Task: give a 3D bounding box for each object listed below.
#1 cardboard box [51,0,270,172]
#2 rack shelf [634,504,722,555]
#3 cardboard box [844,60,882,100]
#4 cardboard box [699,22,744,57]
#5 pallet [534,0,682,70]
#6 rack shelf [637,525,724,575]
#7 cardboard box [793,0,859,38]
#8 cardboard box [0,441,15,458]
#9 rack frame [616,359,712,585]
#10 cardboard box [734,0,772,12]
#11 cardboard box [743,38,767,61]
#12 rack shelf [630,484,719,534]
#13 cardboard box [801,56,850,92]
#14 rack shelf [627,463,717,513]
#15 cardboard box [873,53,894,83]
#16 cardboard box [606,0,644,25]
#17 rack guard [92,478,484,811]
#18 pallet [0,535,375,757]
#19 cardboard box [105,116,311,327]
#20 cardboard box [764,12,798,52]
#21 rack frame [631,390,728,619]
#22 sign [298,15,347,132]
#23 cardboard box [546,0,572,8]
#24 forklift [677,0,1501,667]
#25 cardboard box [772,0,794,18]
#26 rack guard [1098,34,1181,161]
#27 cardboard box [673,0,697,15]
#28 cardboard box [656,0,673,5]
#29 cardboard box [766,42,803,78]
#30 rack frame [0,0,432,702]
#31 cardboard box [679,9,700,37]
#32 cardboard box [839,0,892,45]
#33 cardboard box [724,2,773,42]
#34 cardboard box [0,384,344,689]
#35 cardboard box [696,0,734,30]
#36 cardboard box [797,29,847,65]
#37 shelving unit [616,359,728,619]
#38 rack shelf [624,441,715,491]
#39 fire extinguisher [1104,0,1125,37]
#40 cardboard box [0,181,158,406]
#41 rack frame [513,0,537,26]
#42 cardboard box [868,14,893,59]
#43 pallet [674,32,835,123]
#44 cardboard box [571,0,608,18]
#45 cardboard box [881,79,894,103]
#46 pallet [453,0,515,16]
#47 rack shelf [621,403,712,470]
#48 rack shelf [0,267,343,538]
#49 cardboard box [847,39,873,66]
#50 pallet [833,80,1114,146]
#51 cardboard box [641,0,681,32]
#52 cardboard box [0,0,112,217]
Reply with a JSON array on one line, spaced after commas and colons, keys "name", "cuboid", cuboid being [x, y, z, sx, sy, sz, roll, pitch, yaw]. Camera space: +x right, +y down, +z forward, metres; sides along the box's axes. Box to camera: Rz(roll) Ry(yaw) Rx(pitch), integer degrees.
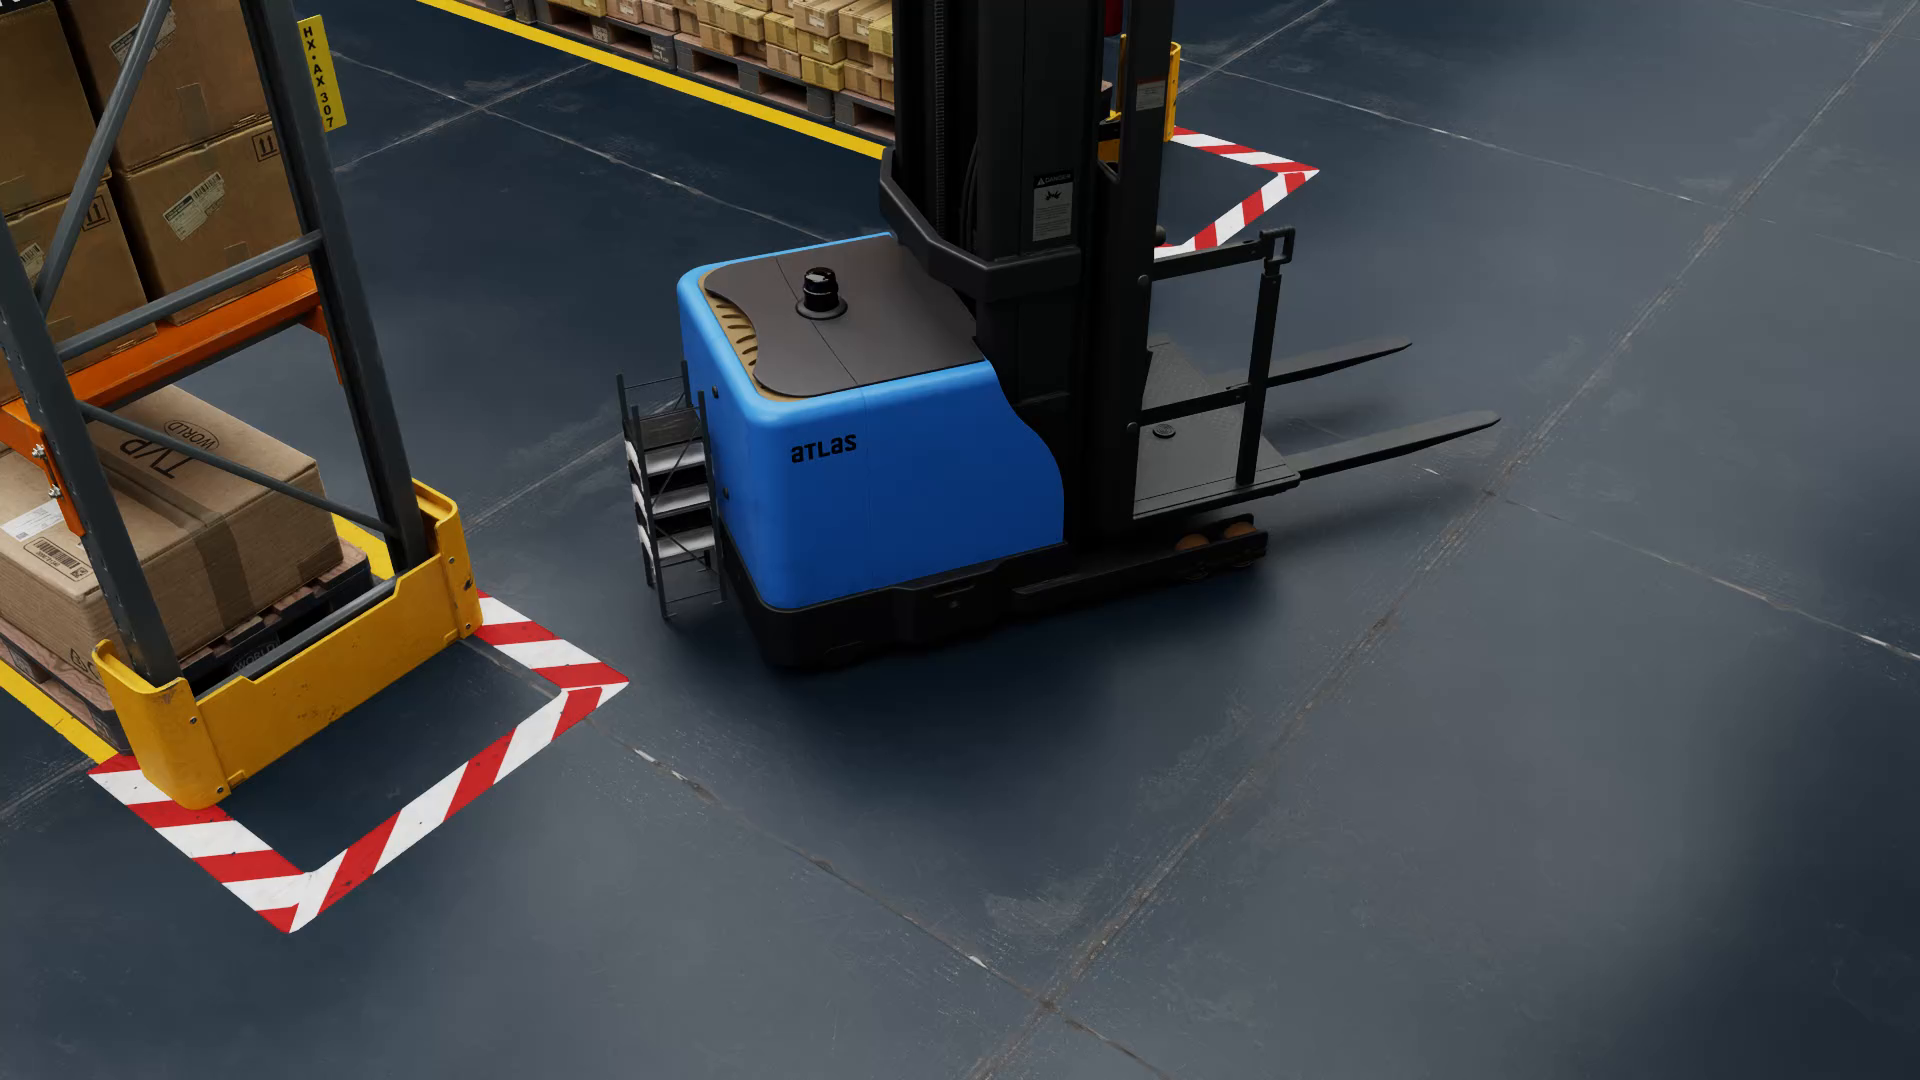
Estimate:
[{"name": "cardboard box", "cuboid": [-2.378, -1.435, 4.757, 0.500, 0.500, 0.500, 24, 44, 28]}, {"name": "rack shelf", "cuboid": [-0.985, -0.066, 5.804, 0.258, 0.077, 0.200, -15, 40, -18]}, {"name": "cardboard box", "cuboid": [-0.415, -2.556, 9.053, 0.250, 0.149, 0.380, 26, 45, 29]}, {"name": "cardboard box", "cuboid": [-1.270, -2.925, 9.525, 0.250, 0.149, 0.380, 24, 44, 27]}, {"name": "pallet", "cuboid": [-1.865, -3.310, 10.306, 1.213, 0.211, 1.003, 25, 45, 29]}, {"name": "rack shelf", "cuboid": [-0.985, 0.005, 5.859, 0.258, 0.077, 0.200, -15, 40, -18]}, {"name": "cardboard box", "cuboid": [-0.679, -2.854, 8.951, 0.250, 0.149, 0.380, 27, 45, 30]}, {"name": "cardboard box", "cuboid": [-3.486, -0.376, 6.034, 0.875, 0.438, 0.875, 27, 45, 30]}, {"name": "rack frame", "cuboid": [-1.025, -0.220, 5.802, 0.240, 0.900, 0.006, -15, 40, -18]}, {"name": "cardboard box", "cuboid": [-1.046, -3.091, 9.254, 0.250, 0.149, 0.380, 25, 45, 29]}, {"name": "cardboard box", "cuboid": [-1.015, -2.864, 9.447, 0.250, 0.149, 0.380, 27, 45, 30]}, {"name": "rack shelf", "cuboid": [-0.985, -0.137, 5.748, 0.258, 0.077, 0.200, -15, 40, -18]}, {"name": "cardboard box", "cuboid": [-0.655, -2.621, 9.136, 0.250, 0.149, 0.380, 23, 44, 27]}, {"name": "rack shelf", "cuboid": [-0.985, -0.207, 5.693, 0.258, 0.077, 0.200, -15, 40, -18]}, {"name": "cardboard box", "cuboid": [-0.249, -2.556, 8.811, 0.250, 0.149, 0.380, 23, 44, 27]}, {"name": "cardboard box", "cuboid": [-1.885, -3.224, 9.906, 0.250, 0.149, 0.380, 25, 44, 28]}, {"name": "rack guard", "cuboid": [-2.150, 0.311, 5.447, 0.348, 0.500, 1.175, 25, 45, 29]}, {"name": "pallet", "cuboid": [-2.852, 0.155, 5.881, 1.213, 0.211, 1.003, 25, 45, 29]}, {"name": "cardboard box", "cuboid": [-2.376, -1.042, 5.067, 0.500, 0.500, 0.500, 25, 44, 28]}, {"name": "cardboard box", "cuboid": [-0.860, -2.848, 9.185, 0.250, 0.149, 0.380, 28, 46, 31]}, {"name": "rack frame", "cuboid": [-0.946, -0.105, 5.654, 0.240, 0.900, 0.006, -15, 40, -18]}, {"name": "sign", "cuboid": [-1.827, -1.324, 4.741, 0.005, 0.325, 0.100, 25, 45, 29]}, {"name": "cardboard box", "cuboid": [-2.326, -3.391, 10.120, 0.250, 0.149, 0.380, 23, 44, 27]}, {"name": "forklift", "cuboid": [0.586, -1.298, 5.530, 3.031, 2.935, 1.130, -14, 40, -17]}, {"name": "cardboard box", "cuboid": [-0.821, -3.007, 9.146, 0.250, 0.149, 0.380, 24, 44, 27]}, {"name": "rack guard", "cuboid": [0.697, -2.188, 8.639, 0.348, 0.500, 1.175, 25, 45, 29]}, {"name": "cardboard box", "cuboid": [-1.438, -3.168, 9.594, 0.250, 0.149, 0.380, 27, 46, 30]}, {"name": "cardboard box", "cuboid": [-1.642, -3.283, 9.740, 0.250, 0.149, 0.380, 23, 44, 26]}, {"name": "cardboard box", "cuboid": [-0.860, -2.733, 9.279, 0.250, 0.149, 0.380, 26, 45, 29]}, {"name": "rack frame", "cuboid": [-2.169, -0.682, 4.688, 0.127, 3.000, 1.000, 25, 45, 29]}, {"name": "cardboard box", "cuboid": [-1.418, -3.070, 9.709, 0.250, 0.149, 0.380, 23, 44, 27]}, {"name": "cardboard box", "cuboid": [-0.432, -2.780, 8.857, 0.250, 0.149, 0.380, 23, 44, 27]}, {"name": "cardboard box", "cuboid": [-1.096, -2.938, 9.300, 0.250, 0.149, 0.380, 26, 45, 29]}, {"name": "cardboard box", "cuboid": [-2.754, -0.037, 5.602, 0.875, 0.438, 0.875, 24, 44, 27]}, {"name": "cardboard box", "cuboid": [-1.276, -3.042, 9.433, 0.250, 0.149, 0.380, 25, 44, 28]}, {"name": "cardboard box", "cuboid": [-0.668, -2.743, 9.051, 0.250, 0.149, 0.380, 26, 45, 29]}, {"name": "shelving unit", "cuboid": [-0.985, -0.163, 5.728, 0.258, 0.900, 0.210, -15, 40, -18]}, {"name": "rack shelf", "cuboid": [-0.985, -0.278, 5.637, 0.258, 0.077, 0.200, -15, 40, -18]}, {"name": "fire extinguisher", "cuboid": [0.677, -2.646, 7.562, 0.183, 0.674, 0.296, 25, 45, 29]}, {"name": "cardboard box", "cuboid": [-2.713, -0.773, 4.723, 0.500, 0.500, 0.500, 26, 45, 29]}, {"name": "rack frame", "cuboid": [-2.420, -4.642, 9.746, 0.127, 3.000, 1.000, 25, 45, 29]}, {"name": "cardboard box", "cuboid": [-0.264, -2.652, 8.694, 0.250, 0.149, 0.380, 24, 44, 28]}, {"name": "pallet", "cuboid": [-0.891, -2.853, 9.723, 1.213, 0.211, 1.003, 25, 45, 29]}, {"name": "cardboard box", "cuboid": [-2.114, -3.291, 9.993, 0.250, 0.149, 0.380, 27, 45, 30]}, {"name": "cardboard box", "cuboid": [-0.210, -2.470, 8.943, 0.250, 0.149, 0.380, 25, 44, 28]}, {"name": "pallet", "cuboid": [-3.039, -3.835, 10.977, 1.213, 0.211, 1.003, 25, 45, 29]}, {"name": "rack shelf", "cuboid": [-0.985, -0.349, 5.582, 0.258, 0.077, 0.200, -15, 40, -18]}, {"name": "rack shelf", "cuboid": [-3.758, -1.148, 5.867, 4.000, 0.370, 1.077, 25, 45, 29]}, {"name": "cardboard box", "cuboid": [-0.400, -2.707, 9.004, 0.250, 0.149, 0.380, 25, 44, 28]}, {"name": "pallet", "cuboid": [0.073, -2.396, 9.139, 1.213, 0.211, 1.003, 25, 45, 29]}, {"name": "cardboard box", "cuboid": [-1.653, -3.153, 9.816, 0.250, 0.149, 0.380, 24, 44, 28]}, {"name": "cardboard box", "cuboid": [-2.697, -1.179, 4.431, 0.500, 0.500, 0.500, 27, 45, 30]}]
